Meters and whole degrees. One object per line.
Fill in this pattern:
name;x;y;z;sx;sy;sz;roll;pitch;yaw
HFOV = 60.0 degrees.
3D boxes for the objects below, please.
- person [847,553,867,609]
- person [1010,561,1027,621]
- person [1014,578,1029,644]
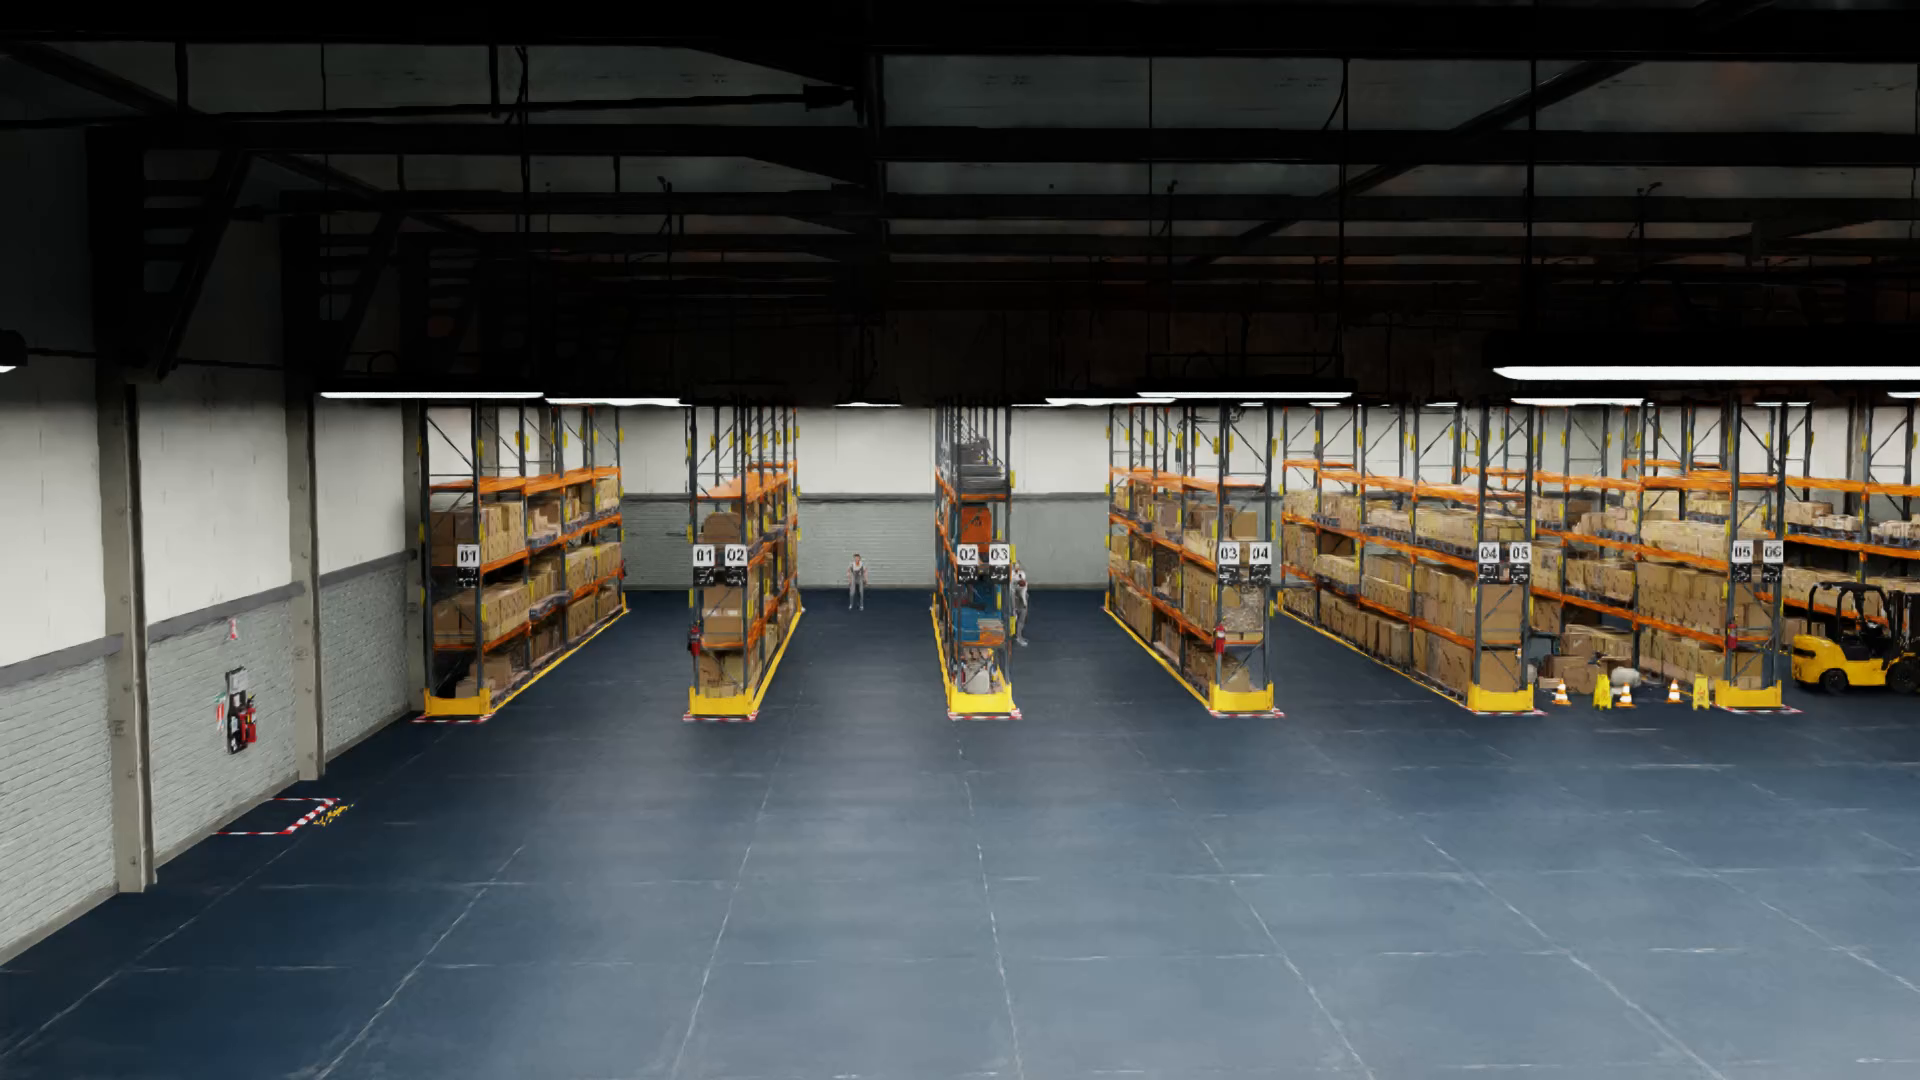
person;-2.945;1.184;47.626;0.580;1.600;0.507;0;5;-4
person;1.559;1.363;45.046;0.502;1.618;0.997;0;5;-3
person;1.528;1.716;40.591;0.419;1.603;0.502;-2;5;-23
